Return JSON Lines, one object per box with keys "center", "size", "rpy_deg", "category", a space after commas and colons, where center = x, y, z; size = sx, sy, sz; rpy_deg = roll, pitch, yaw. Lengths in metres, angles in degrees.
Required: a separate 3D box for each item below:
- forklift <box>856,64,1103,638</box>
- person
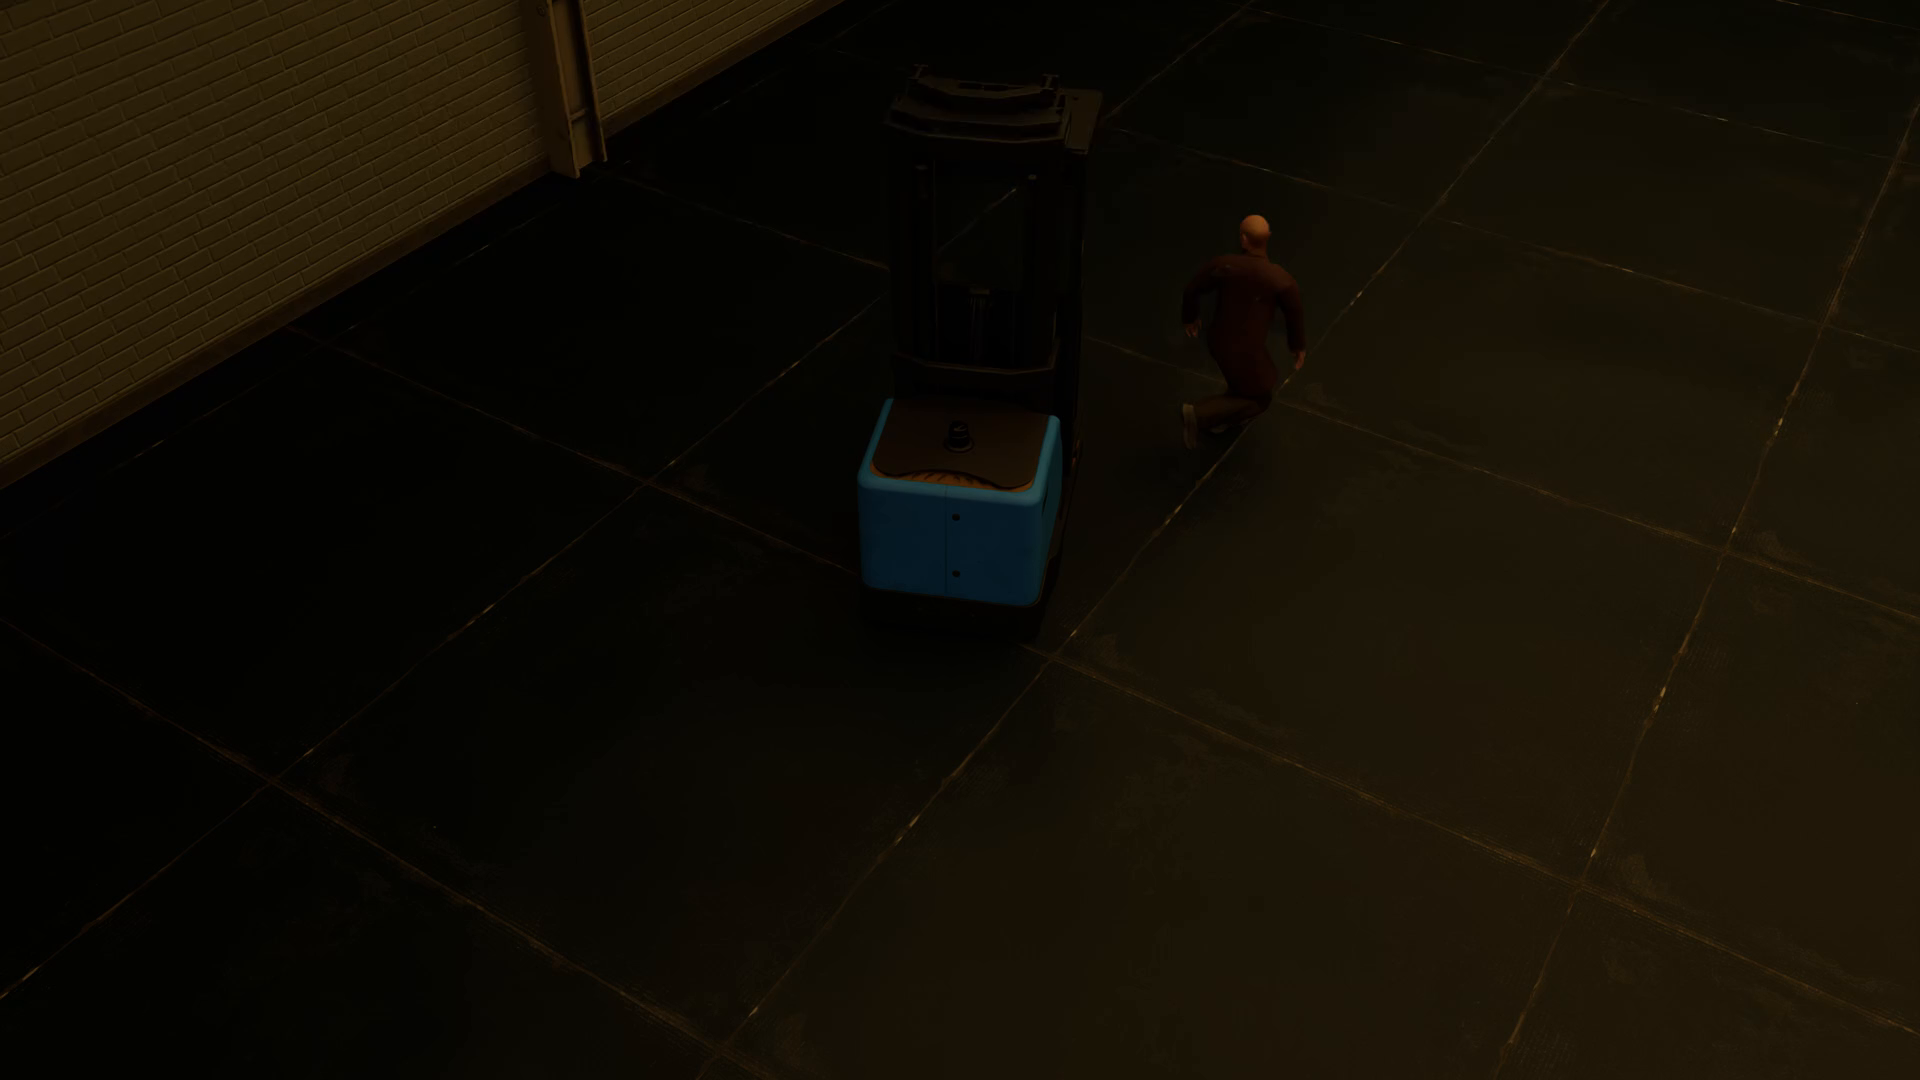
{"center": [0.193, -1.515, 9.755], "size": [1.130, 2.935, 3.031], "rpy_deg": [7, 41, 8], "category": "forklift"}
{"center": [1.713, -1.308, 10.604], "size": [0.750, 1.560, 0.744], "rpy_deg": [-23, 45, -25], "category": "person"}
